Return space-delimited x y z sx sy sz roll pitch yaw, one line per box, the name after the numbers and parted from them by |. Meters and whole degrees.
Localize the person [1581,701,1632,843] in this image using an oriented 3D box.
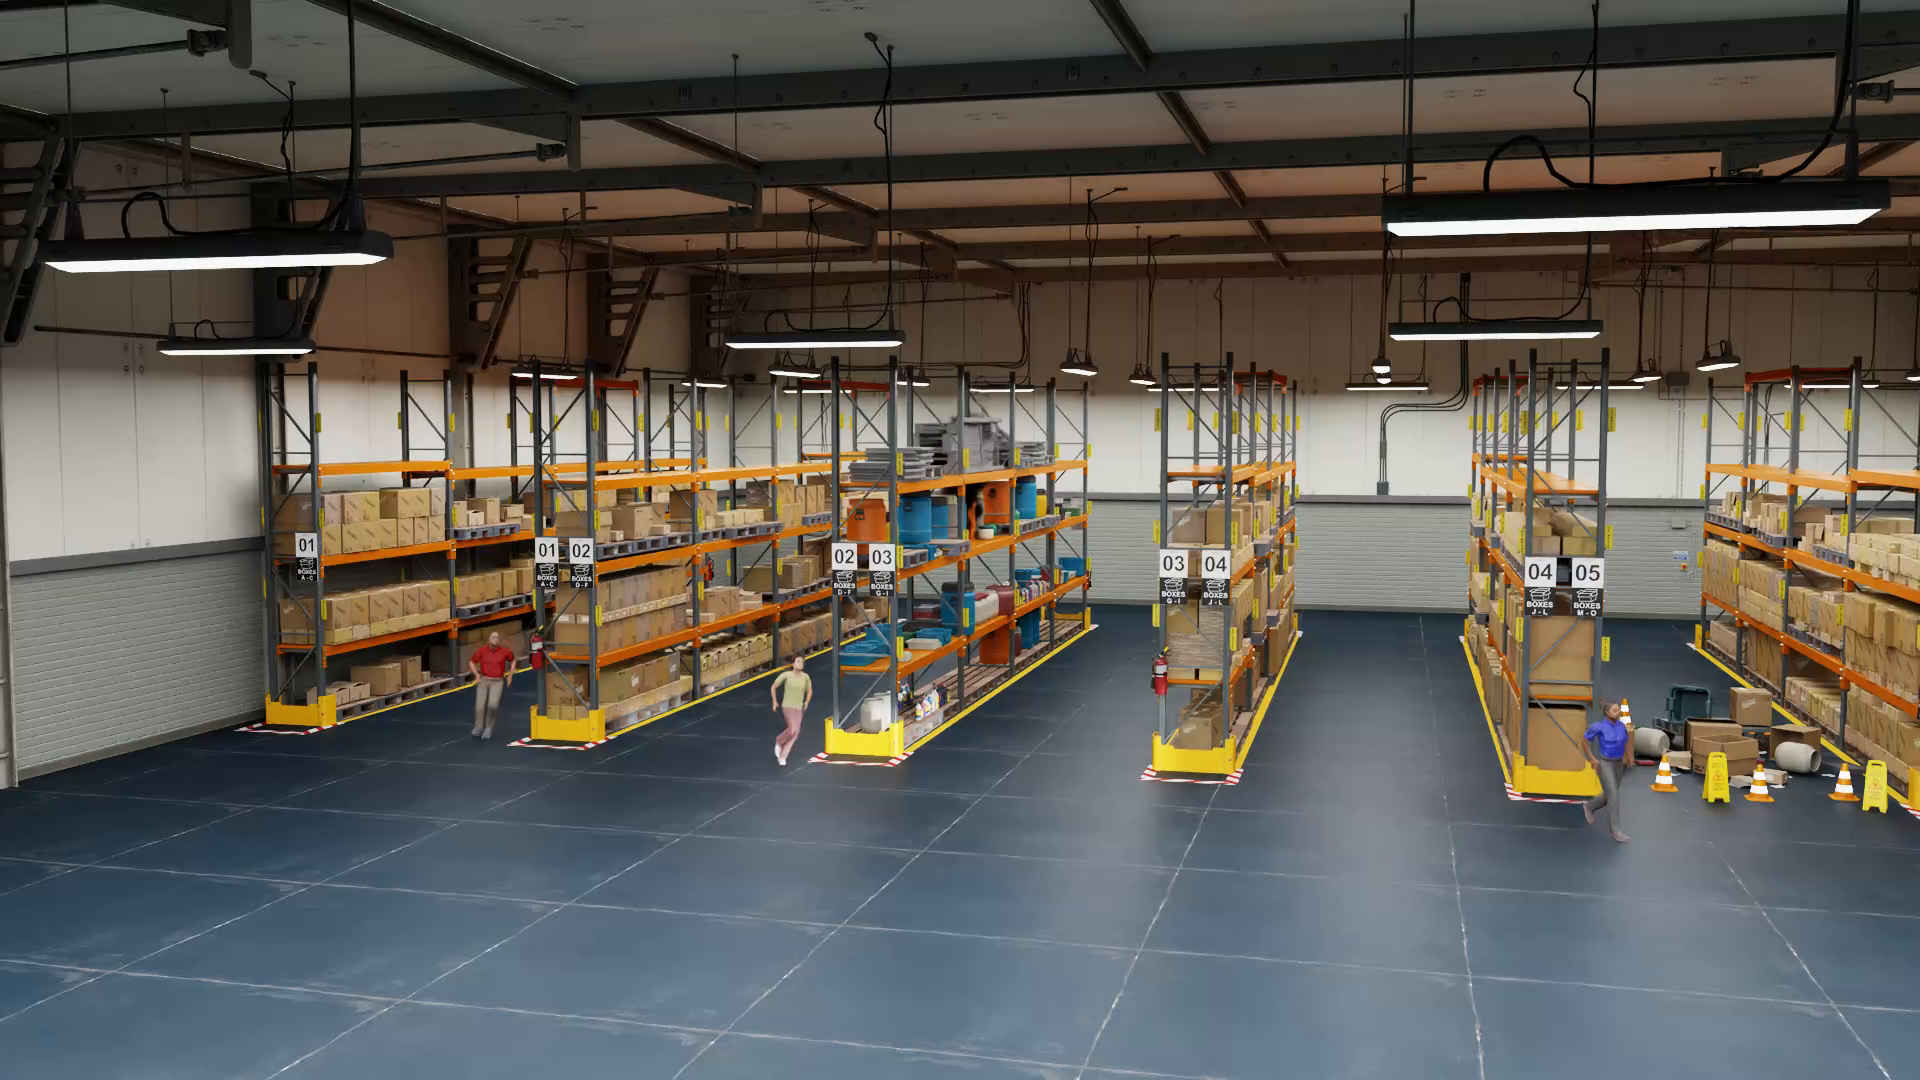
7.850 2.763 20.159 0.595 1.654 0.854 -1 4 -20 | person

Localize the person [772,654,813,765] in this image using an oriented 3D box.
-2.412 2.483 24.401 0.612 1.596 0.524 -2 5 -29 | person

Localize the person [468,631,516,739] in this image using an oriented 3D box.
-7.457 2.311 26.500 0.721 1.720 0.646 -1 4 -10 | person
